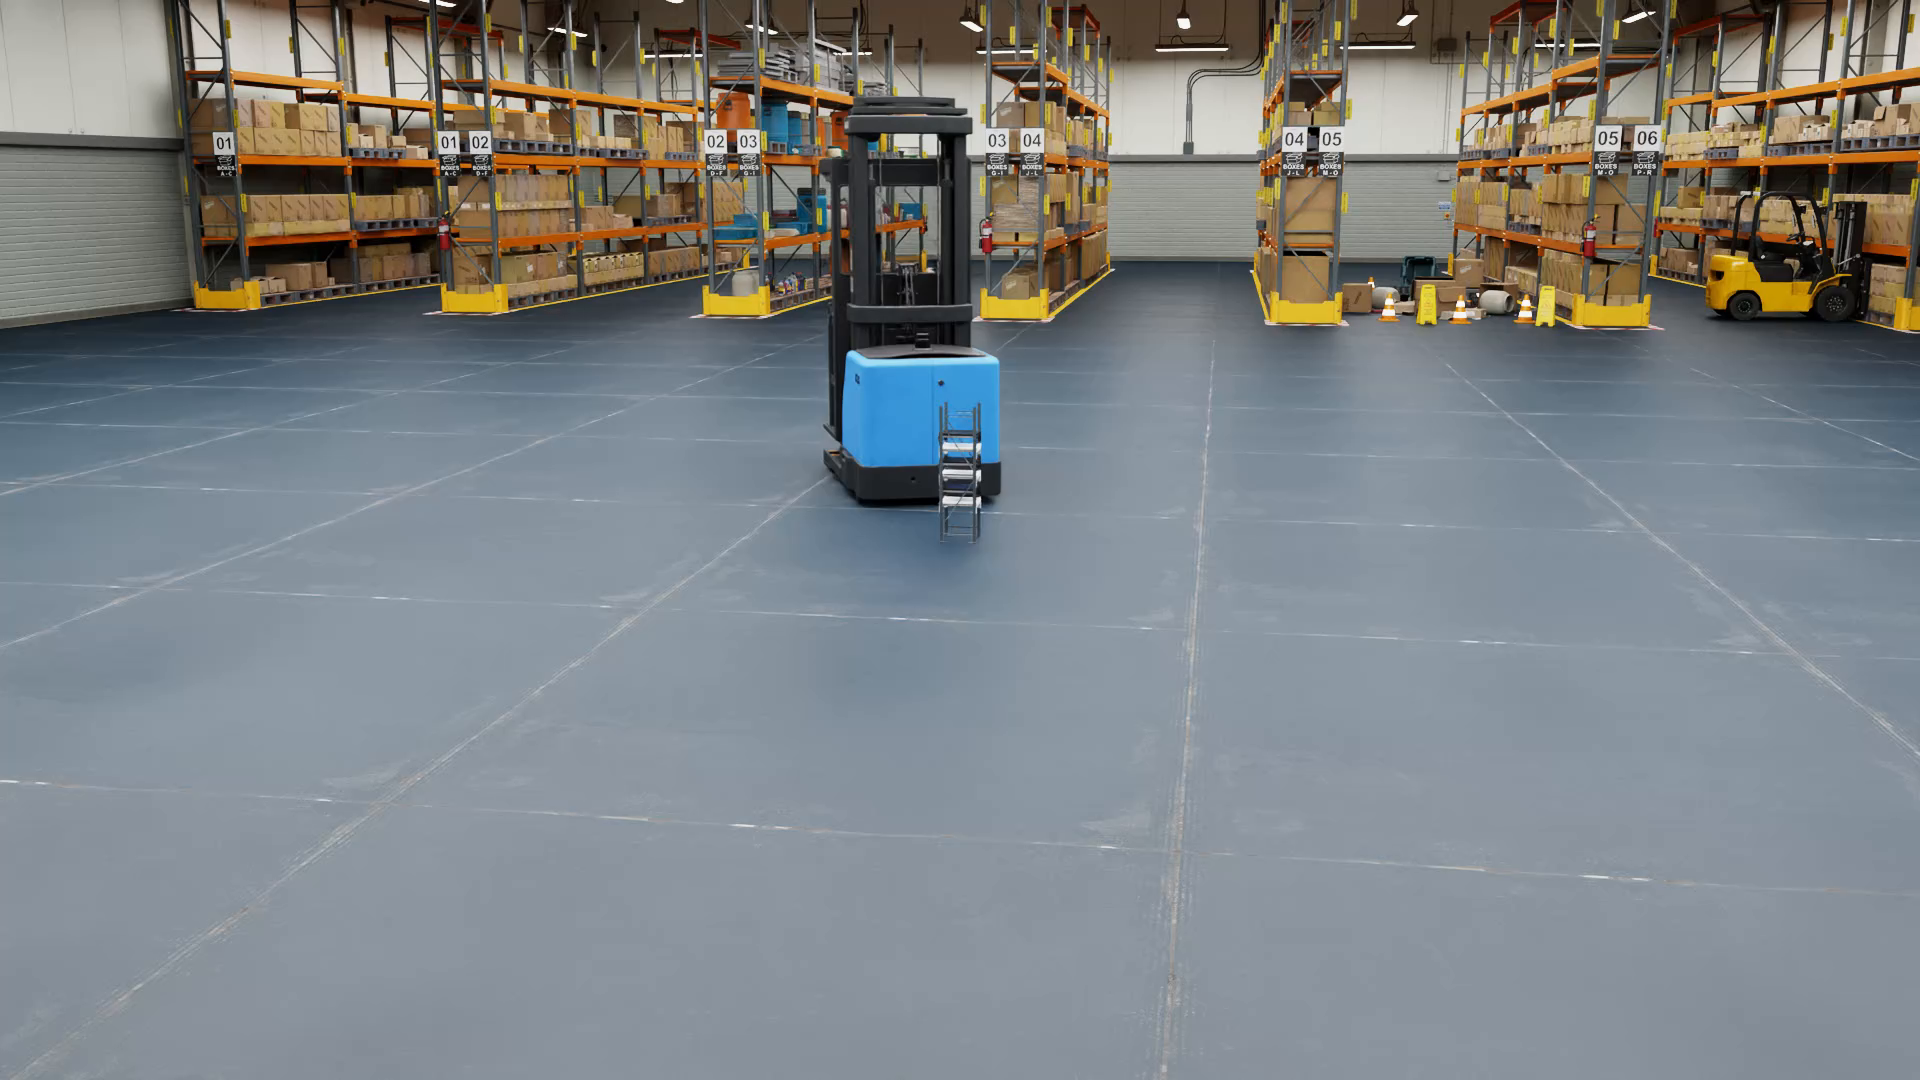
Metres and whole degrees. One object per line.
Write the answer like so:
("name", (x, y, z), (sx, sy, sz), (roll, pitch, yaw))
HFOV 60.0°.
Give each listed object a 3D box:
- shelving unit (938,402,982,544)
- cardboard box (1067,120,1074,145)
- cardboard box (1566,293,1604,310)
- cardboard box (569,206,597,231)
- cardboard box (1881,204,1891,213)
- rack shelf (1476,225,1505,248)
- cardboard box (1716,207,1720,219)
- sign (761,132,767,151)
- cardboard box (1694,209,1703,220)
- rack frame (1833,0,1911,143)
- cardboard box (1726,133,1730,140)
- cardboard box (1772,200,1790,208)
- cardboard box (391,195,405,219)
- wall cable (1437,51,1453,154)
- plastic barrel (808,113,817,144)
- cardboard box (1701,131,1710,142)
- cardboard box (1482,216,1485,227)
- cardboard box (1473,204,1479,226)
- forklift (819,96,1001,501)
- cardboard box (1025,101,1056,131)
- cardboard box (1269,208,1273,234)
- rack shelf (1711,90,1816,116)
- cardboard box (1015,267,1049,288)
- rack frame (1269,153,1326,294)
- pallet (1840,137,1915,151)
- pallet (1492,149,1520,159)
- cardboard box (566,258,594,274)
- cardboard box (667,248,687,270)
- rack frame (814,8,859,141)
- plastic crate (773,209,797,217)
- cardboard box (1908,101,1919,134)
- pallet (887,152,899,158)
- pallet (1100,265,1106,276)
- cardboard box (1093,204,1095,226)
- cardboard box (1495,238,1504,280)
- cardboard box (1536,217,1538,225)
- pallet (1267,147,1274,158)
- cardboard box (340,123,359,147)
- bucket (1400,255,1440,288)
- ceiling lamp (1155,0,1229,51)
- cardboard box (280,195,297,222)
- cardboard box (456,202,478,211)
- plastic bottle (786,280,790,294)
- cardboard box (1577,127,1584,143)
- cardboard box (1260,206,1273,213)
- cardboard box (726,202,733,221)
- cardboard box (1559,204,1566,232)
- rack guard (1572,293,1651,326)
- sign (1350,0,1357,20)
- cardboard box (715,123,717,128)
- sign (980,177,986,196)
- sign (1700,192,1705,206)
("shelving unit", (0.001, -0.442, 10.906), (0.258, 0.900, 0.210), (2, 12, 9))
("cardboard box", (1.869, -8.173, 33.434), (0.797, 0.503, 0.637), (2, 12, 11))
("cardboard box", (10.594, -4.049, 28.192), (0.500, 0.250, 0.500), (2, 12, 8))
("cardboard box", (-8.018, -6.799, 35.186), (0.500, 0.500, 0.500), (3, 12, 13))
("cardboard box", (15.567, -5.508, 27.653), (0.380, 0.149, 0.250), (1, 12, 7))
("rack shelf", (12.270, -6.736, 36.837), (1.077, 0.370, 4.000), (2, 12, 9))
("cardboard box", (16.890, -7.207, 36.636), (0.396, 0.266, 0.258), (2, 12, 11))
("sign", (-3.412, -6.939, 28.932), (0.100, 0.325, 0.005), (2, 12, 9))
("cardboard box", (17.320, -7.530, 38.463), (0.500, 0.250, 0.500), (2, 12, 10))
("rack frame", (16.252, -8.611, 29.591), (1.000, 3.000, 0.127), (2, 12, 9))
("cardboard box", (16.873, -8.769, 36.097), (0.380, 0.149, 0.250), (2, 12, 9))
("cardboard box", (16.473, -6.710, 33.234), (0.380, 0.149, 0.250), (2, 12, 10))
("cardboard box", (-12.745, -7.380, 36.834), (0.700, 0.500, 0.500), (2, 12, 9))
("wall cable", (13.789, -12.463, 47.461), (0.463, 3.000, 0.029), (2, 12, 9))
("plastic barrel", (-3.274, -8.417, 34.619), (0.600, 0.901, 0.708), (2, 12, 9))
("cardboard box", (17.322, -9.240, 38.090), (0.500, 0.250, 0.500), (2, 12, 9))
("cardboard box", (12.171, -7.240, 37.823), (0.500, 0.250, 0.500), (2, 12, 7))
("cardboard box", (12.396, -7.658, 39.169), (0.500, 0.500, 0.500), (2, 12, 9))
("forklift", (-0.507, -1.982, 13.233), (1.130, 2.935, 3.031), (-3, 12, -12))
("cardboard box", (1.435, -7.532, 29.575), (0.500, 0.500, 0.500), (2, 12, 8))
("cardboard box", (6.334, -6.249, 32.634), (0.500, 0.500, 0.500), (2, 12, 8))
("rack shelf", (17.175, -9.313, 35.504), (1.077, 0.370, 4.000), (2, 12, 9))
("cardboard box", (1.373, -4.942, 31.740), (0.500, 0.500, 0.500), (6, 14, 27))
("rack frame", (6.440, -5.978, 31.612), (1.000, 3.000, 0.127), (2, 12, 9))
("pallet", (16.146, -6.923, 29.088), (1.003, 0.211, 1.213), (2, 12, 9))
("pallet", (12.178, -8.414, 36.244), (1.003, 0.211, 1.213), (2, 12, 11))
("cardboard box", (-7.923, -5.695, 34.496), (0.500, 0.311, 0.500), (2, 12, 9))
("cardboard box", (-6.957, -6.821, 40.412), (0.500, 0.500, 0.500), (2, 12, 9))
("rack frame", (-2.724, -10.086, 36.432), (1.000, 3.000, 0.127), (2, 12, 9))
("plastic crate", (-3.567, -6.462, 33.707), (0.402, 0.464, 0.583), (2, 12, 9))
("cardboard box", (15.464, -6.715, 26.442), (0.500, 0.500, 0.500), (2, 12, 11))
("pallet", (-2.133, -9.193, 39.859), (1.213, 0.211, 1.003), (2, 12, 9))
("pallet", (3.165, -6.872, 42.381), (1.003, 0.211, 1.213), (2, 12, 9))
("cardboard box", (2.900, -7.665, 39.203), (0.500, 0.500, 0.500), (2, 12, 10))
("cardboard box", (12.292, -6.165, 36.524), (0.875, 0.875, 0.875), (2, 12, 9))
("cardboard box", (11.211, -6.091, 31.738), (0.380, 0.149, 0.250), (2, 12, 7))
("pallet", (7.009, -8.049, 34.550), (1.213, 0.211, 1.003), (2, 12, 11))
("cardboard box", (-12.965, -8.473, 34.835), (0.500, 0.500, 0.500), (4, 13, 17))
("bucket", (8.697, -5.018, 31.319), (0.726, 0.611, 0.620), (7, 4, 28))
("ceiling lamp", (6.318, -14.920, 45.011), (2.000, 3.185, 0.800), (2, 12, 9))
("cardboard box", (-13.202, -6.411, 32.150), (0.500, 0.500, 0.500), (1, 12, 7))
("cardboard box", (-8.978, -6.100, 30.403), (0.380, 0.149, 0.250), (2, 12, 8))
("plastic bottle", (-3.300, -4.828, 31.710), (0.097, 0.271, 0.097), (0, 12, 0))
("cardboard box", (10.636, -6.764, 27.789), (0.500, 0.250, 0.500), (2, 12, 8))
("cardboard box", (6.681, -7.156, 35.972), (0.380, 0.149, 0.250), (2, 12, 10))
("cardboard box", (-6.346, -8.714, 44.073), (0.500, 0.500, 0.500), (2, 12, 9))
("cardboard box", (10.801, -5.635, 29.078), (0.500, 0.500, 0.500), (2, 12, 9))
("rack guard", (10.743, -3.800, 27.438), (1.175, 0.500, 0.348), (2, 12, 9))
("sign", (6.372, -8.593, 26.912), (0.100, 0.325, 0.005), (2, 12, 9))
("cardboard box", (-6.582, -10.667, 43.640), (0.700, 0.500, 0.500), (2, 12, 9))
("sign", (0.394, -6.070, 28.539), (0.100, 0.325, 0.005), (2, 12, 9))
("sign", (16.945, -7.783, 37.933), (0.100, 0.325, 0.005), (2, 12, 9))
